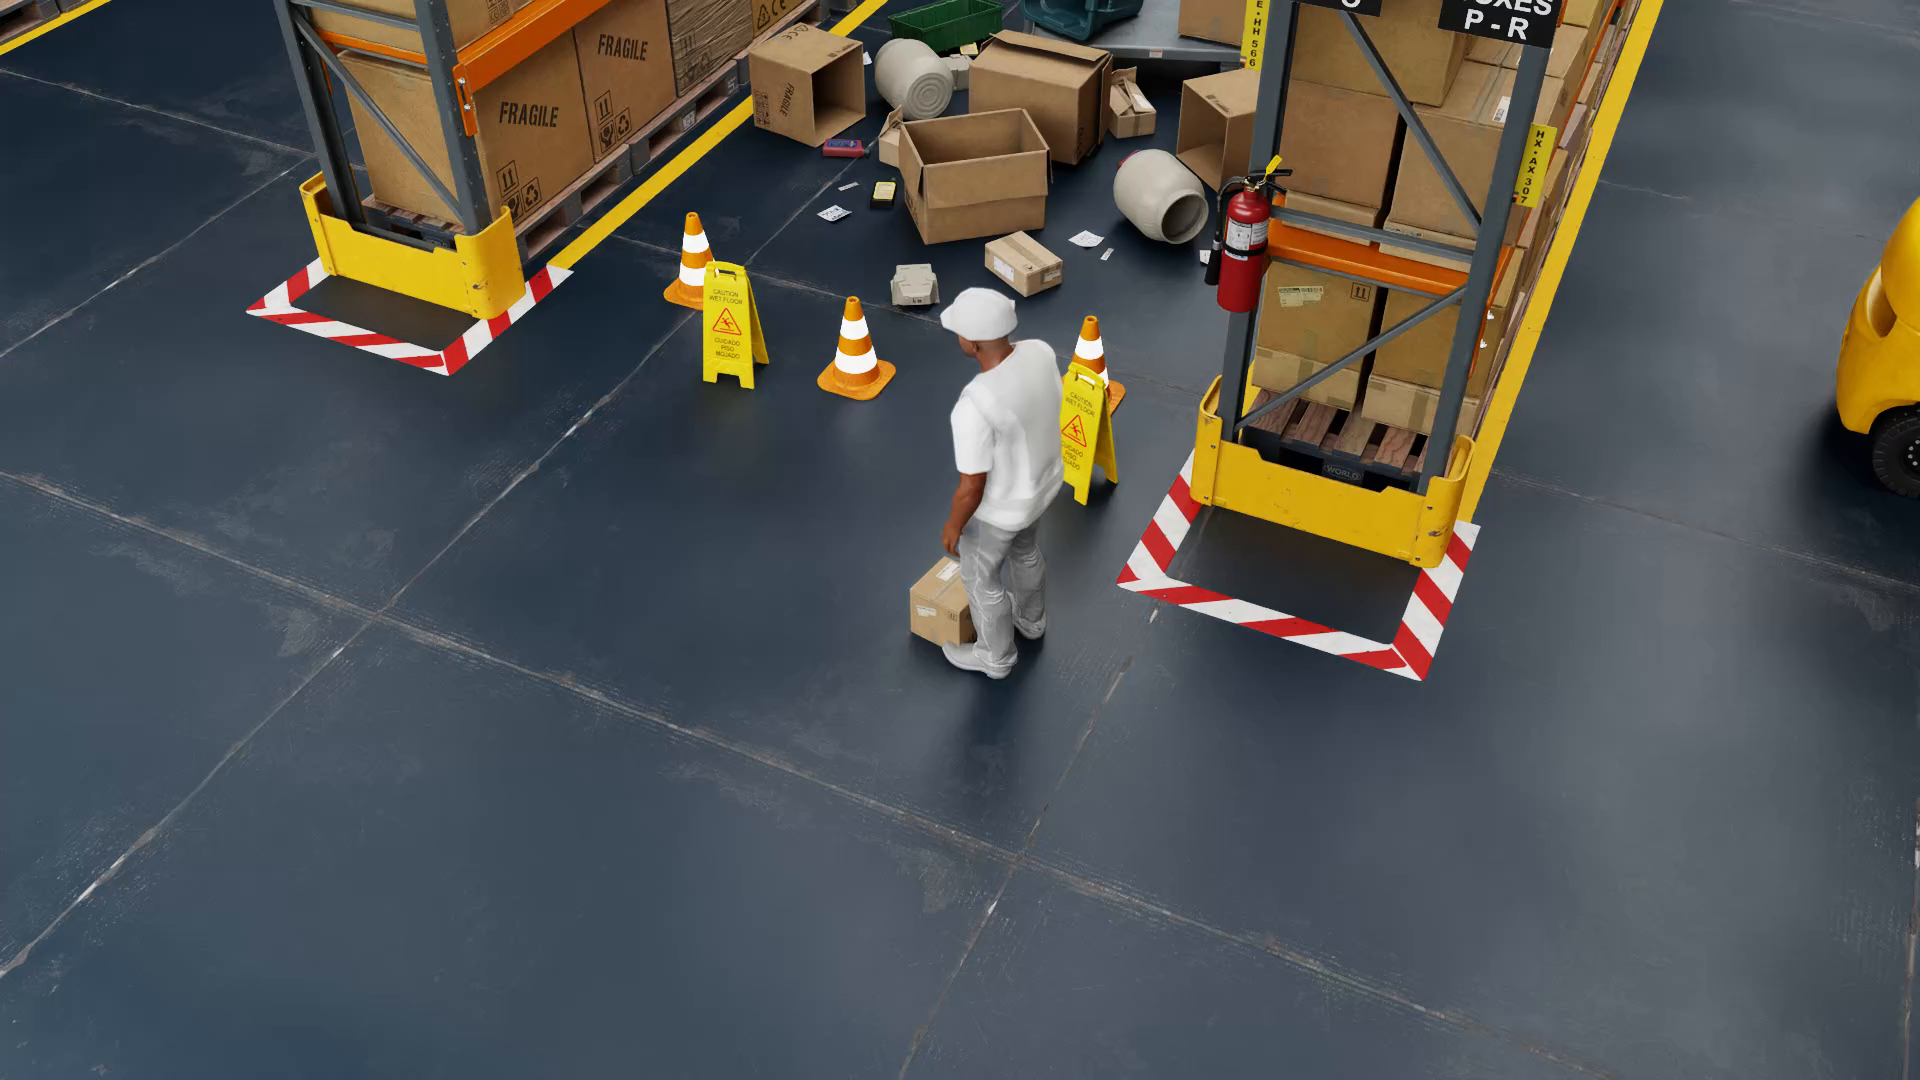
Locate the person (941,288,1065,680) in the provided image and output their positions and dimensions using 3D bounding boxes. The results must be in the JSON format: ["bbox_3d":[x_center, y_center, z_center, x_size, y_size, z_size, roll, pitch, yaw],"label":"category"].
[{"bbox_3d":[0.147,-0.203,6.373,0.460,1.761,0.637,25,47,25],"label":"person"}]
